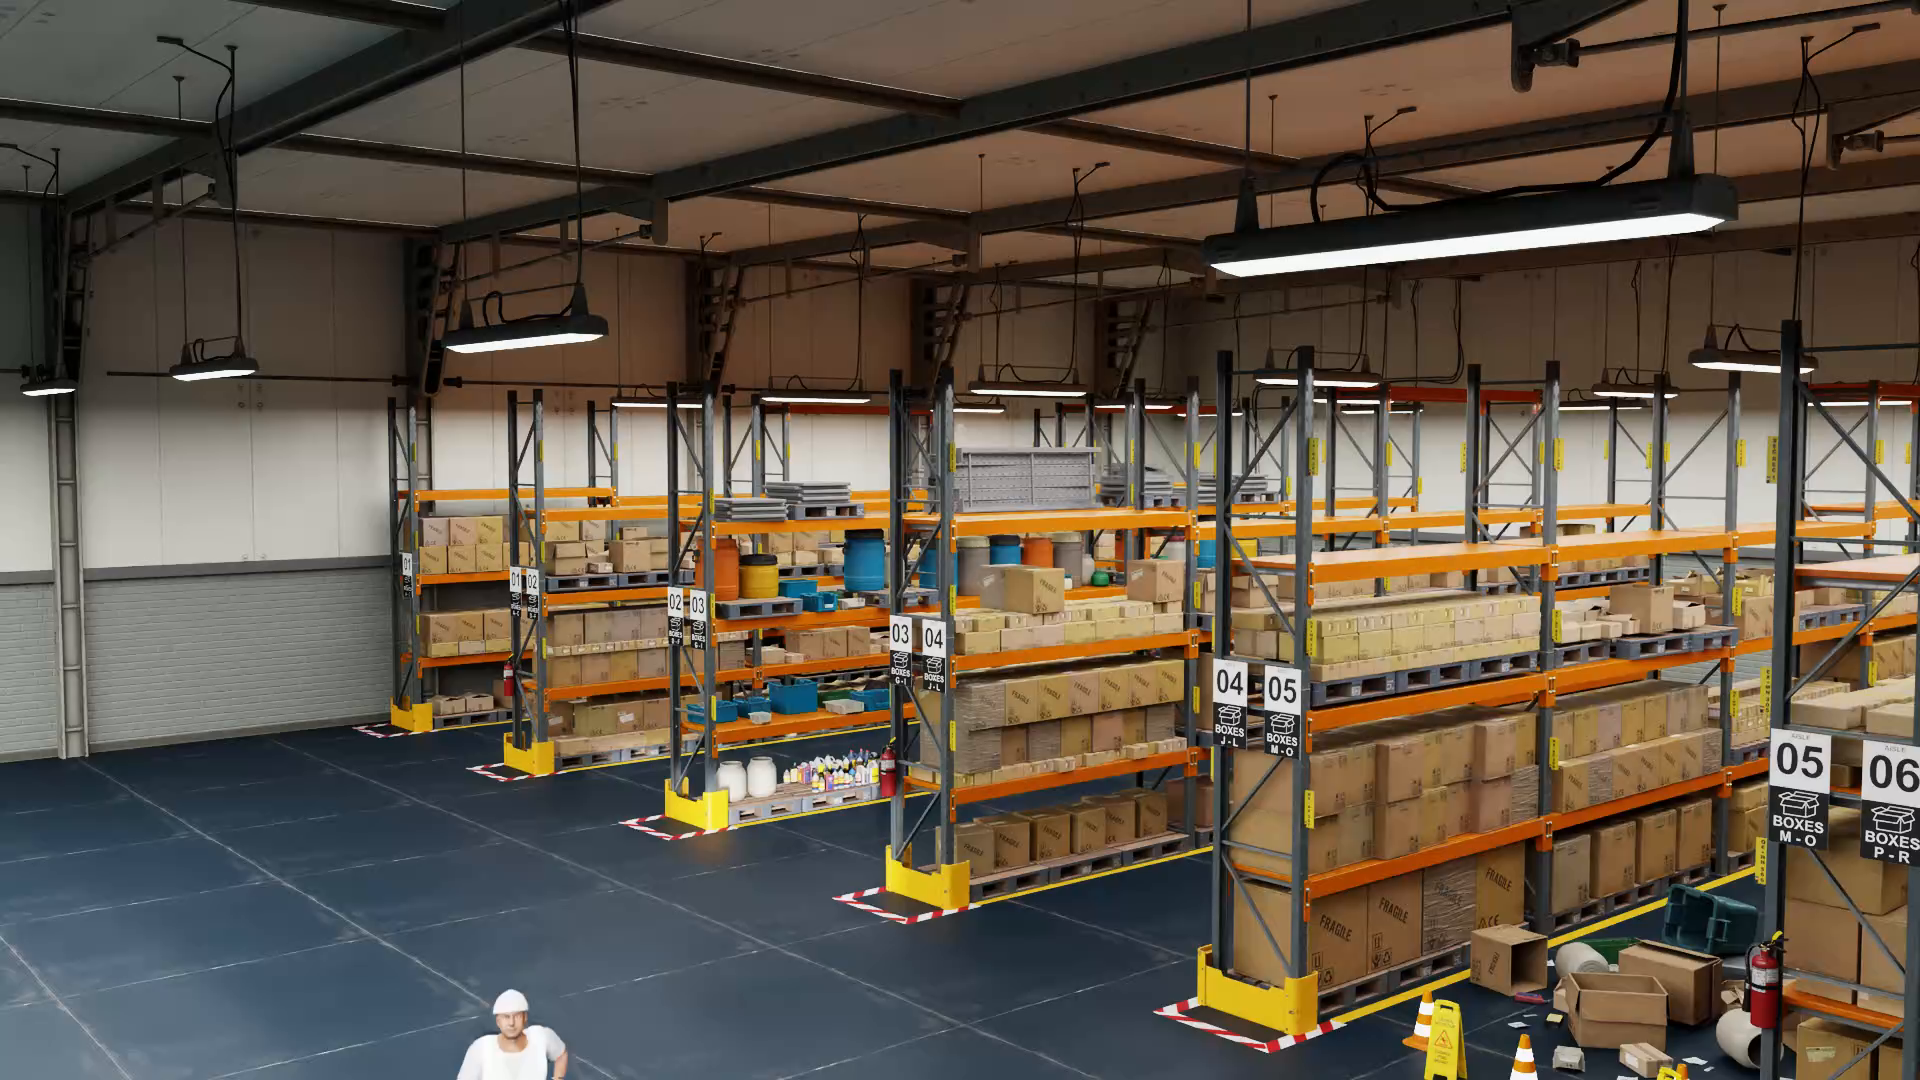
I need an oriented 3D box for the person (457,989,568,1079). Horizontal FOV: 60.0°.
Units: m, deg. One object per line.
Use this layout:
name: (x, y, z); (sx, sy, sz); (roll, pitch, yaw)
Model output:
person: (-2.752, 3.647, 10.204); (0.662, 1.787, 0.978); (-1, 3, -15)
